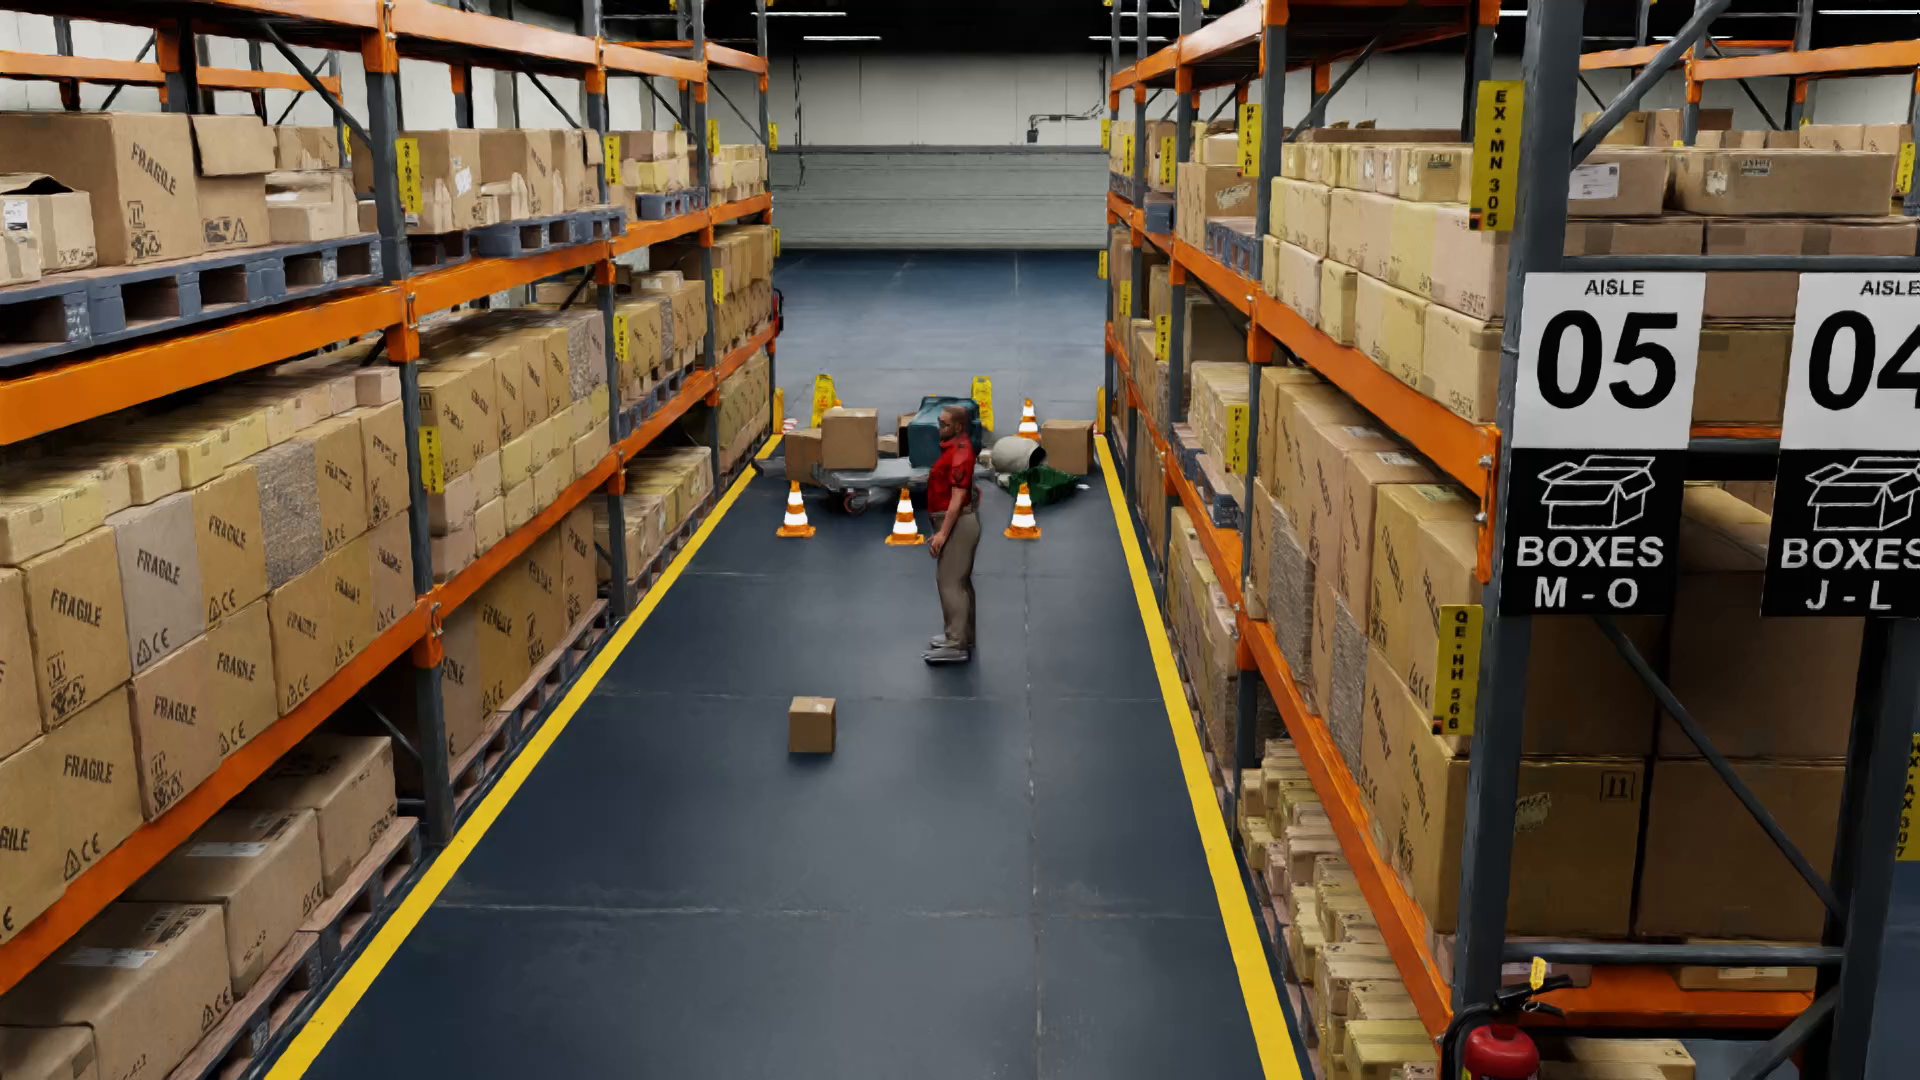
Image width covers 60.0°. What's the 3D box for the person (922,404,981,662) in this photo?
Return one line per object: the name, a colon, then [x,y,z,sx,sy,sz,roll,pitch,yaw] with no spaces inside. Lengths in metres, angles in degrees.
person: [-0.061,-0.056,11.176,0.396,1.734,0.570,0,14,0]
